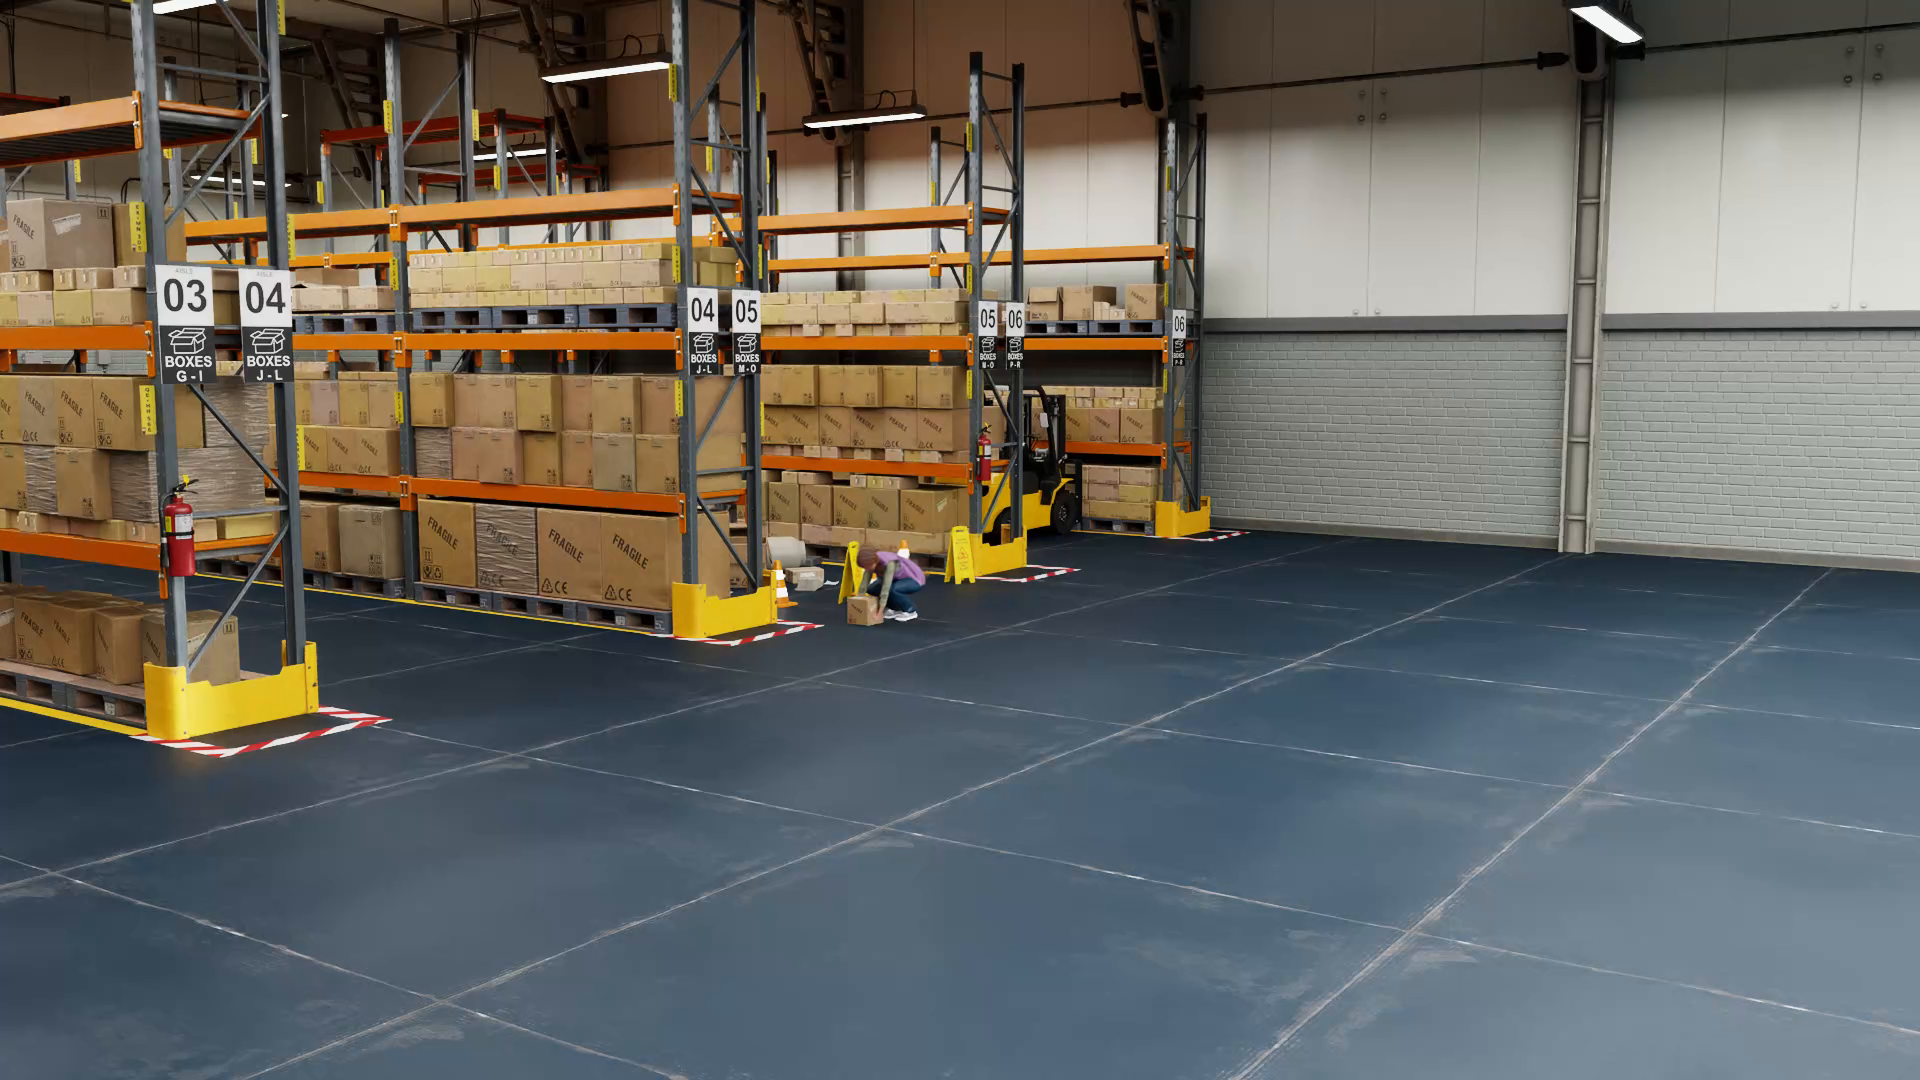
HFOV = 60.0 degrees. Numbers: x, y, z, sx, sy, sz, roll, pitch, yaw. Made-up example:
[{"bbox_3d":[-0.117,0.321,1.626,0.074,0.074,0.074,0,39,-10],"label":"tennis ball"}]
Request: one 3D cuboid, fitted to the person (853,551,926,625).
[{"bbox_3d":[-0.709,0.455,16.287,0.860,0.705,0.419,-5,8,-39],"label":"person"}]
